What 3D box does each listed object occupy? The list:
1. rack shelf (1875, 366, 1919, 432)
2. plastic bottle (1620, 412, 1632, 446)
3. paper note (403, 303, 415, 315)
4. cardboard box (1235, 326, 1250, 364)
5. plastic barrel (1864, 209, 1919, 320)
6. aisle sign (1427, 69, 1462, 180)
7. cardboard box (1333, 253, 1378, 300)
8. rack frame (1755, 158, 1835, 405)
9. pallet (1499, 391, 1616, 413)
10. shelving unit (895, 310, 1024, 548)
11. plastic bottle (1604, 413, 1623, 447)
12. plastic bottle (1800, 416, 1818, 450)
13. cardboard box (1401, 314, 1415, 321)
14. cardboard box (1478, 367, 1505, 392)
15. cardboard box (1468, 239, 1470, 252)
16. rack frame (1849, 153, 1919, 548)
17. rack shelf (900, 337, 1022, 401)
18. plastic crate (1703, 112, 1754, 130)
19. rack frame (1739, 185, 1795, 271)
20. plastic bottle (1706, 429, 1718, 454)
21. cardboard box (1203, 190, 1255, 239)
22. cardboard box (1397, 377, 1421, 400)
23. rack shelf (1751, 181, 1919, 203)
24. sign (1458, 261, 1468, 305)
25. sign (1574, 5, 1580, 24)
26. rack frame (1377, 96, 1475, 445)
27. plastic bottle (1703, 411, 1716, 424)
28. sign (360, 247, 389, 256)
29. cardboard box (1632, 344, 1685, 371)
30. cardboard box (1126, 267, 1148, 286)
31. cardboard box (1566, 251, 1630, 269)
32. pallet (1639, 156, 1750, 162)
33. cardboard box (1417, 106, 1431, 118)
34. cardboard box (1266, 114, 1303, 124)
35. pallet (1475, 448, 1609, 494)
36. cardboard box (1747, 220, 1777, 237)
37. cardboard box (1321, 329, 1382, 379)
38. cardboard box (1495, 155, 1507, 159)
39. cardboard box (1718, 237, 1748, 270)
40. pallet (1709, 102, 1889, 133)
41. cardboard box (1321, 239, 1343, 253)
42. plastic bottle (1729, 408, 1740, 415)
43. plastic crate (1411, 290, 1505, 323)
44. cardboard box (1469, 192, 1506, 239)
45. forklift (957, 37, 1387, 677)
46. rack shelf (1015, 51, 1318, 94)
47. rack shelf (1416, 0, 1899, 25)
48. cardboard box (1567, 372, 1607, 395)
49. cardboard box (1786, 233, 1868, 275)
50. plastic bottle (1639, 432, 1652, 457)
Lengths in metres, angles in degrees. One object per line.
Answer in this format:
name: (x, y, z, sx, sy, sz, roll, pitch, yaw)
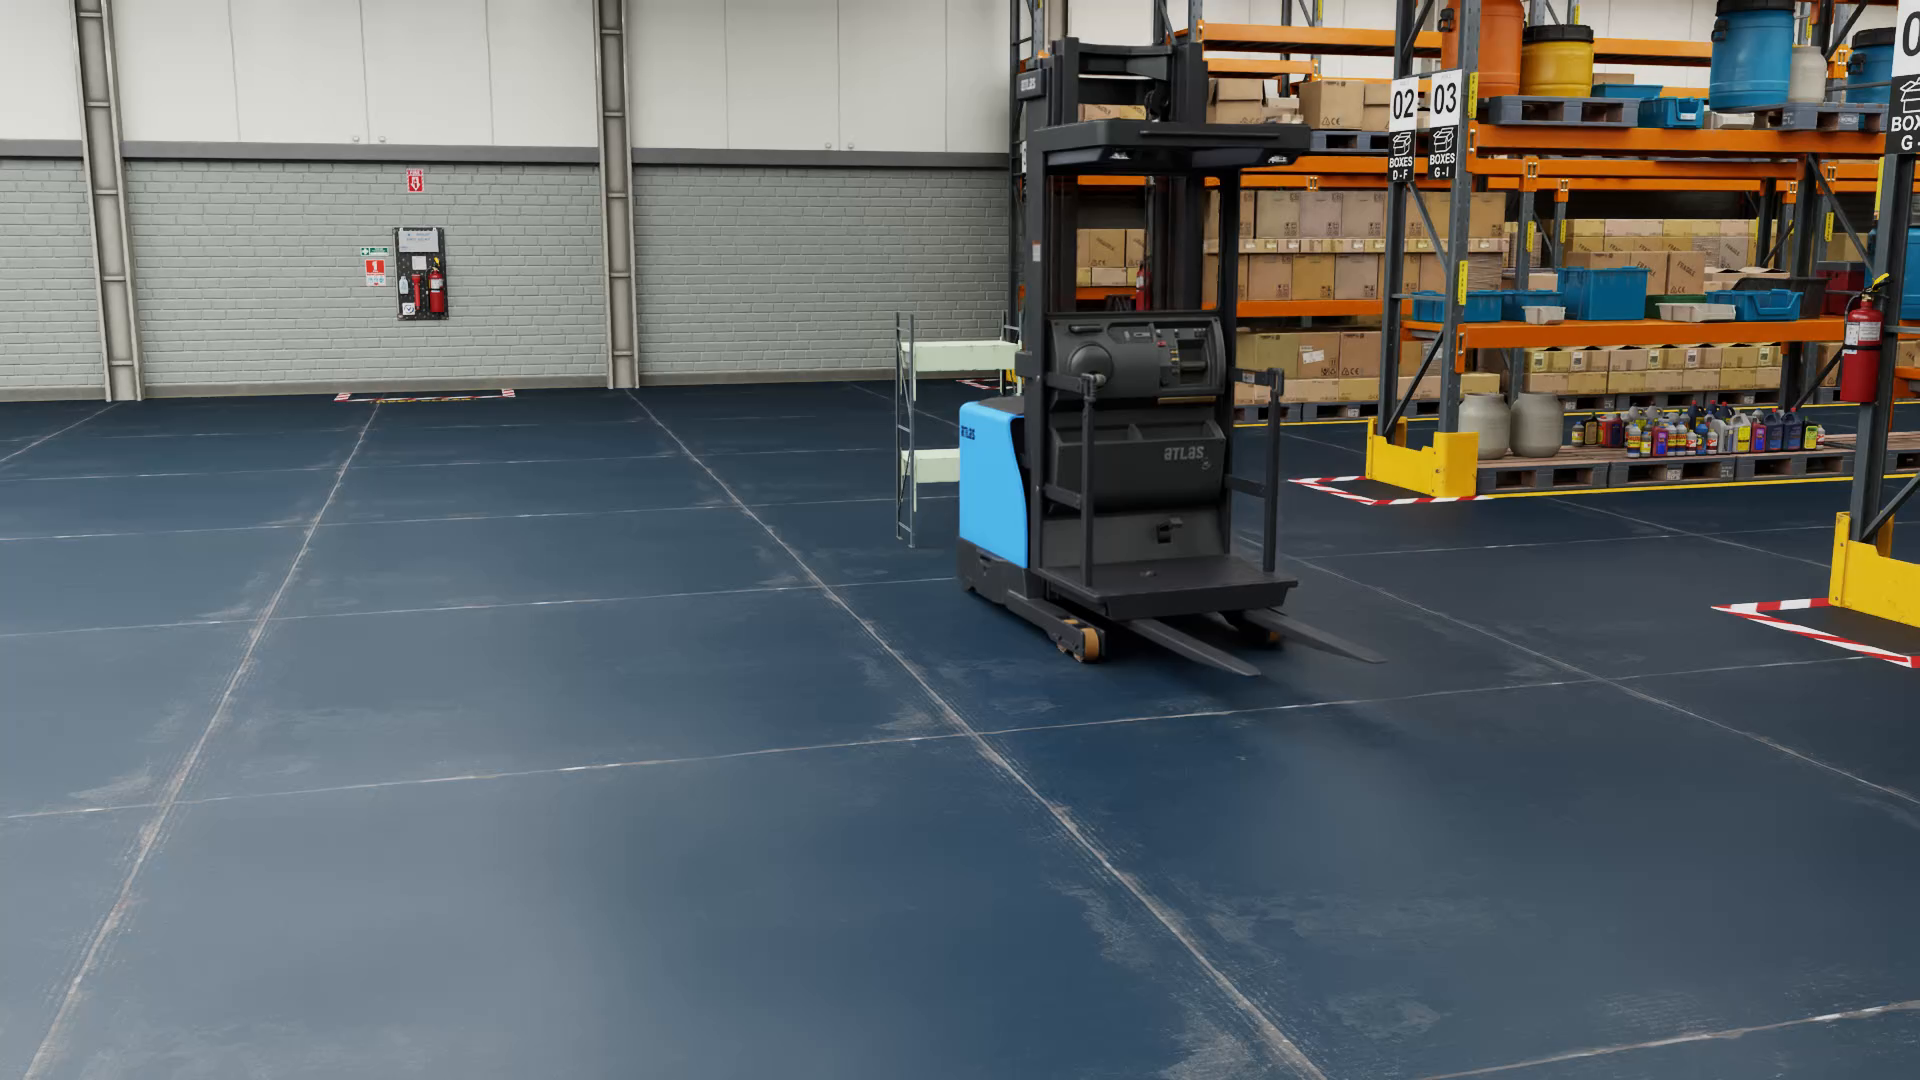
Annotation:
rack shelf: (6.939, -0.783, 8.999, 4.000, 0.370, 1.077, -3, 11, -16)
plastic bottle: (5.658, -0.957, 14.268, 0.135, 0.276, 0.152, -3, 11, -18)
paper note: (-7.037, -2.952, 21.229, 0.142, 0.148, 0.016, -3, 11, -16)
cardboard box: (3.721, -2.748, 23.379, 0.500, 0.500, 0.500, -4, 11, -20)
plastic barrel: (7.931, -2.312, 13.935, 0.708, 0.901, 0.600, -3, 11, -16)
aisle sign: (3.648, -3.120, 12.529, 0.004, 0.787, 0.394, -3, 11, -16)
cardboard box: (4.191, -2.907, 18.275, 0.500, 0.500, 0.700, -3, 11, -14)
rack frame: (9.935, -3.162, 19.939, 0.127, 3.000, 1.000, -3, 11, -16)
pallet: (6.791, -1.633, 19.331, 1.213, 0.211, 1.003, -3, 11, -16)
shelving unit: (-0.006, -0.737, 10.909, 0.755, 1.500, 0.431, -3, 11, -16)
plastic bottle: (5.556, -0.935, 14.129, 0.133, 0.283, 0.061, -3, 11, -16)
plastic bottle: (7.106, -0.897, 13.923, 0.133, 0.283, 0.061, -2, 11, -13)
cardboard box: (6.329, -3.267, 24.123, 0.500, 0.250, 0.500, -3, 11, -18)
cardboard box: (6.412, -1.885, 19.438, 0.500, 0.250, 0.500, -3, 11, -16)
cardboard box: (5.405, -3.251, 18.354, 0.250, 0.149, 0.380, -3, 11, -18)
rack frame: (5.019, -1.035, 8.384, 0.127, 3.000, 1.000, -3, 11, -16)
rack shelf: (-0.006, -1.121, 10.838, 0.720, 0.370, 0.431, -3, 11, -16)
plastic crate: (6.047, -3.293, 13.090, 0.396, 0.136, 0.243, -3, 11, -16)
rack frame: (12.387, -4.226, 25.715, 0.127, 3.000, 1.000, -3, 11, -16)
plastic bottle: (6.180, -0.812, 13.684, 0.097, 0.201, 0.097, 0, 10, 0)
cardboard box: (2.756, -3.469, 17.744, 0.500, 0.500, 0.700, -3, 11, -16)
cardboard box: (4.751, -1.701, 18.437, 0.500, 0.250, 0.500, -3, 11, -16)
rack shelf: (14.308, -5.448, 26.058, 4.000, 0.370, 1.077, -3, 11, -16)
sign: (3.784, -1.936, 12.515, 0.005, 0.325, 0.100, -3, 11, -16)
sign: (8.708, -7.378, 23.471, 0.005, 0.325, 0.100, -3, 11, -16)
rack frame: (3.635, -1.896, 13.061, 0.127, 3.000, 1.000, -3, 11, -16)
plastic bottle: (6.479, -0.976, 14.384, 0.097, 0.271, 0.097, 0, 10, 0)
sign: (-7.401, -3.649, 21.020, 0.331, 0.109, 0.001, -3, 11, -16)
cardboard box: (8.037, -2.145, 19.301, 0.500, 0.311, 0.500, -3, 11, -14)
cardboard box: (2.408, -3.577, 22.553, 0.500, 0.250, 0.500, -3, 11, -17)
cardboard box: (7.342, -3.072, 19.171, 0.500, 0.500, 0.500, -2, 11, -12)
pallet: (8.235, -4.438, 19.103, 1.213, 0.211, 1.003, -2, 11, -13)
cardboard box: (5.019, -4.660, 18.487, 0.500, 0.311, 0.500, -4, 11, -19)
cardboard box: (3.433, -4.413, 17.597, 0.250, 0.149, 0.380, -3, 11, -16)
pallet: (4.476, -0.577, 13.597, 1.213, 0.211, 1.003, -3, 11, -16)
cardboard box: (12.010, -4.732, 25.239, 0.500, 0.250, 0.500, -3, 11, -15)
cardboard box: (4.272, -2.044, 18.230, 0.500, 0.500, 0.500, -3, 11, -16)
cardboard box: (7.931, -5.381, 23.897, 0.500, 0.311, 0.500, -3, 11, -16)
cardboard box: (11.528, -4.336, 25.163, 0.500, 0.500, 0.500, -3, 11, -15)
pallet: (6.810, -3.427, 13.616, 1.003, 0.211, 1.213, -3, 11, -16)
cardboard box: (3.927, -3.174, 17.932, 0.250, 0.149, 0.380, -3, 11, -17)
plastic bottle: (6.744, -1.014, 14.579, 0.135, 0.276, 0.152, -3, 11, -14)
plastic crate: (4.032, -1.900, 13.495, 0.616, 0.251, 0.499, -3, 11, -16)
cardboard box: (5.670, -3.623, 18.585, 0.500, 0.500, 0.700, -3, 11, -16)
forklift: (0.969, -0.946, 8.087, 1.130, 2.935, 3.031, -4, 11, -20)
rack shelf: (2.786, -6.315, 22.488, 4.000, 0.370, 1.077, -3, 11, -16)
rack shelf: (5.555, -4.397, 13.169, 4.000, 0.370, 1.077, -3, 11, -16)
cardboard box: (7.042, -1.817, 19.066, 0.500, 0.250, 0.500, -3, 11, -15)
cardboard box: (10.508, -3.469, 20.171, 0.500, 0.500, 0.700, -7, 13, -35)
plastic bottle: (5.562, -0.779, 13.507, 0.097, 0.201, 0.097, 0, 10, 0)
